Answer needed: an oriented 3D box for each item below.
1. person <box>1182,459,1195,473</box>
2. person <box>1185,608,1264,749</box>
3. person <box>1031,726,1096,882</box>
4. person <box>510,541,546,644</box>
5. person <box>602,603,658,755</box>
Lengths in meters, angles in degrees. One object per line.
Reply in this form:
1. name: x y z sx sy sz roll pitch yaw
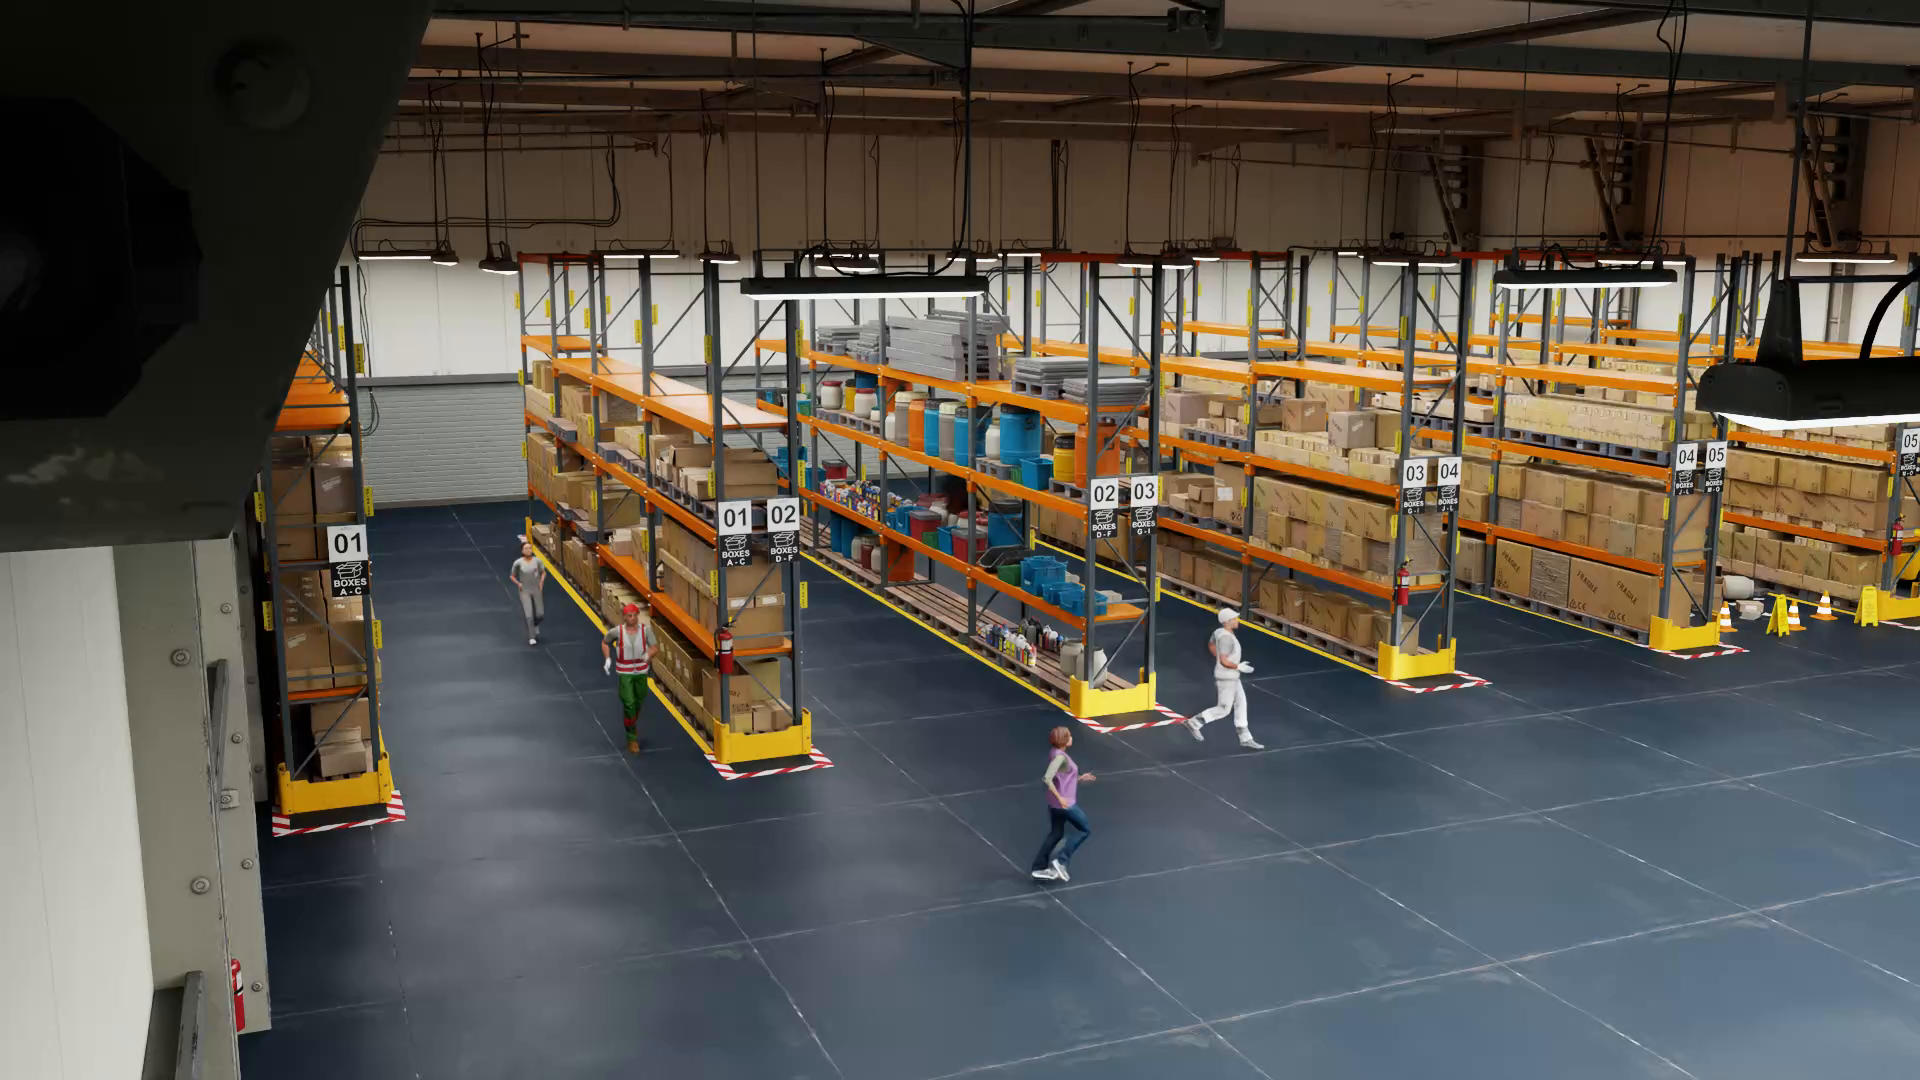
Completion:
1. person: 5.762 -2.250 42.444 0.669 1.737 0.589 10 14 44
2. person: 3.310 1.723 20.670 0.989 1.781 0.686 2 11 10
3. person: 1.025 2.596 16.384 0.643 1.572 0.508 -2 11 -11
4. person: -6.747 0.816 26.059 0.561 1.620 0.588 -4 11 -22
5. person: -4.106 1.685 20.795 0.654 1.832 0.847 -5 11 -25
